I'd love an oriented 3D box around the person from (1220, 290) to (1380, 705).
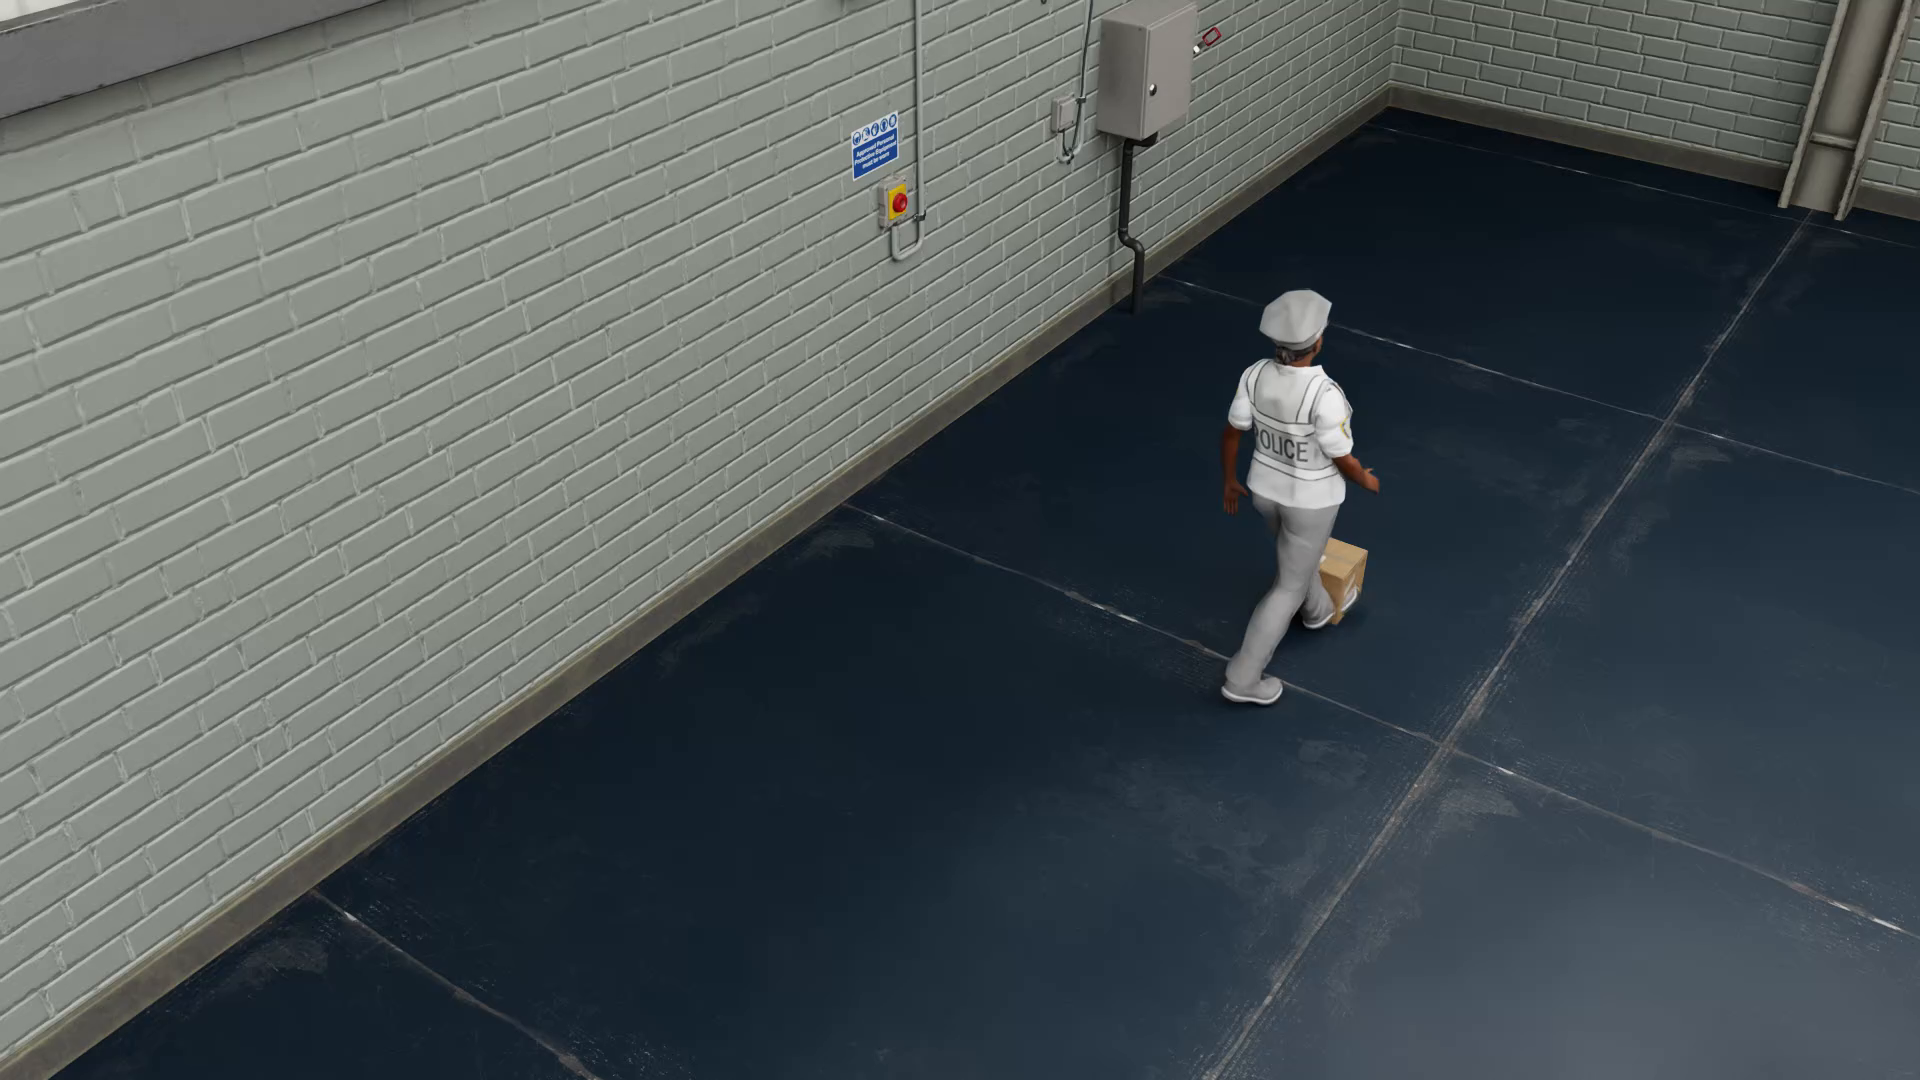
[{"bbox_3d":[1.331,-0.218,6.448,0.955,1.645,0.508,-24,41,-31],"label":"person"}]
